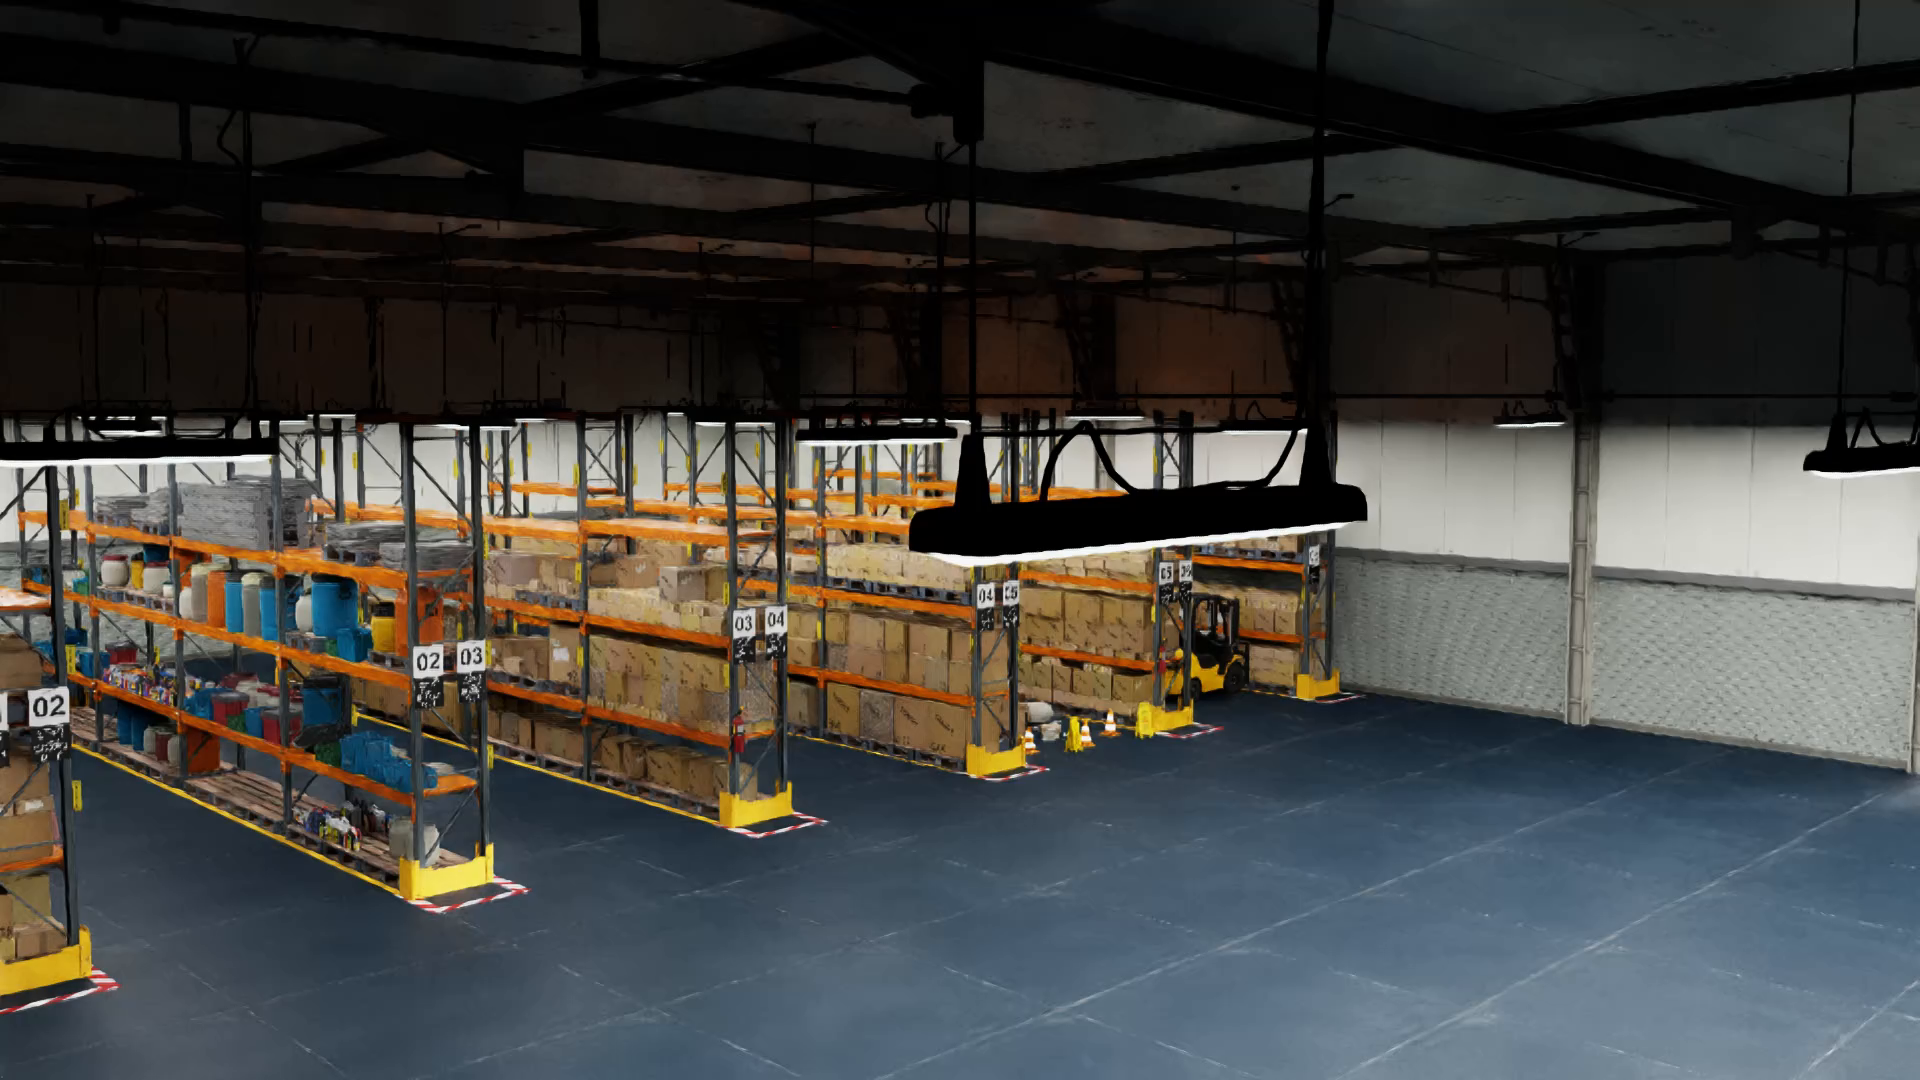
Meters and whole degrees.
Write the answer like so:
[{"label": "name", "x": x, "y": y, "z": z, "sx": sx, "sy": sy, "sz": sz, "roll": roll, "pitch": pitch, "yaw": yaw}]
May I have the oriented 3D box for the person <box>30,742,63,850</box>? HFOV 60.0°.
[{"label": "person", "x": -12.660, "y": 3.537, "z": 22.779, "sx": 1.042, "sy": 1.586, "sz": 0.468, "roll": 4, "pitch": 6, "yaw": 37}]
